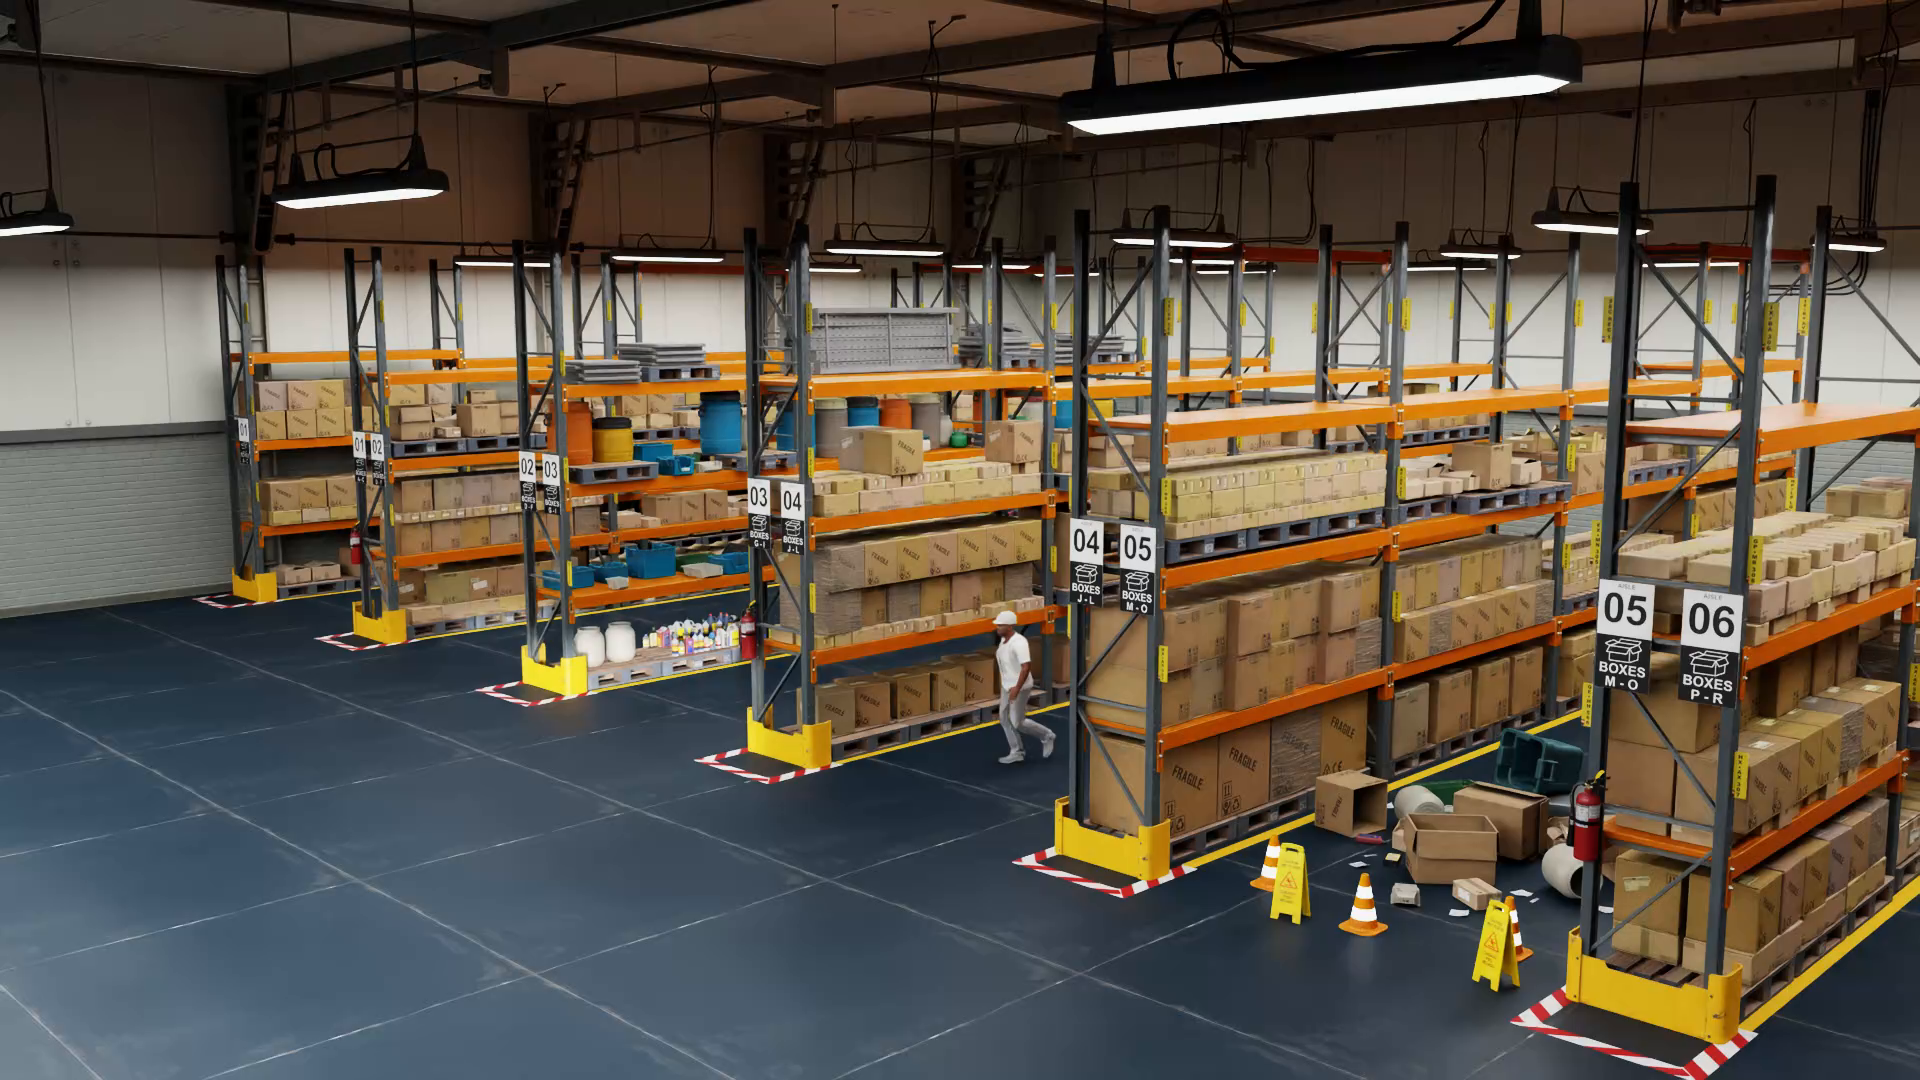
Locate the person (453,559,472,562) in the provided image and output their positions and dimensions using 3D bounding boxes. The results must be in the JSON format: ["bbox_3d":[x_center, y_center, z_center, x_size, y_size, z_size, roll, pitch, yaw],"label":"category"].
[{"bbox_3d":[-8.690,0.284,28.564,0.537,1.658,1.015,5,9,31],"label":"person"}]

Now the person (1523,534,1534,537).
[{"bbox_3d":[8.789,0.704,25.790,1.064,1.606,0.445,-8,11,-44],"label":"person"}]

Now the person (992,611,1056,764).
[{"bbox_3d":[0.717,1.653,18.848,0.717,1.732,0.630,-3,9,-22],"label":"person"}]
